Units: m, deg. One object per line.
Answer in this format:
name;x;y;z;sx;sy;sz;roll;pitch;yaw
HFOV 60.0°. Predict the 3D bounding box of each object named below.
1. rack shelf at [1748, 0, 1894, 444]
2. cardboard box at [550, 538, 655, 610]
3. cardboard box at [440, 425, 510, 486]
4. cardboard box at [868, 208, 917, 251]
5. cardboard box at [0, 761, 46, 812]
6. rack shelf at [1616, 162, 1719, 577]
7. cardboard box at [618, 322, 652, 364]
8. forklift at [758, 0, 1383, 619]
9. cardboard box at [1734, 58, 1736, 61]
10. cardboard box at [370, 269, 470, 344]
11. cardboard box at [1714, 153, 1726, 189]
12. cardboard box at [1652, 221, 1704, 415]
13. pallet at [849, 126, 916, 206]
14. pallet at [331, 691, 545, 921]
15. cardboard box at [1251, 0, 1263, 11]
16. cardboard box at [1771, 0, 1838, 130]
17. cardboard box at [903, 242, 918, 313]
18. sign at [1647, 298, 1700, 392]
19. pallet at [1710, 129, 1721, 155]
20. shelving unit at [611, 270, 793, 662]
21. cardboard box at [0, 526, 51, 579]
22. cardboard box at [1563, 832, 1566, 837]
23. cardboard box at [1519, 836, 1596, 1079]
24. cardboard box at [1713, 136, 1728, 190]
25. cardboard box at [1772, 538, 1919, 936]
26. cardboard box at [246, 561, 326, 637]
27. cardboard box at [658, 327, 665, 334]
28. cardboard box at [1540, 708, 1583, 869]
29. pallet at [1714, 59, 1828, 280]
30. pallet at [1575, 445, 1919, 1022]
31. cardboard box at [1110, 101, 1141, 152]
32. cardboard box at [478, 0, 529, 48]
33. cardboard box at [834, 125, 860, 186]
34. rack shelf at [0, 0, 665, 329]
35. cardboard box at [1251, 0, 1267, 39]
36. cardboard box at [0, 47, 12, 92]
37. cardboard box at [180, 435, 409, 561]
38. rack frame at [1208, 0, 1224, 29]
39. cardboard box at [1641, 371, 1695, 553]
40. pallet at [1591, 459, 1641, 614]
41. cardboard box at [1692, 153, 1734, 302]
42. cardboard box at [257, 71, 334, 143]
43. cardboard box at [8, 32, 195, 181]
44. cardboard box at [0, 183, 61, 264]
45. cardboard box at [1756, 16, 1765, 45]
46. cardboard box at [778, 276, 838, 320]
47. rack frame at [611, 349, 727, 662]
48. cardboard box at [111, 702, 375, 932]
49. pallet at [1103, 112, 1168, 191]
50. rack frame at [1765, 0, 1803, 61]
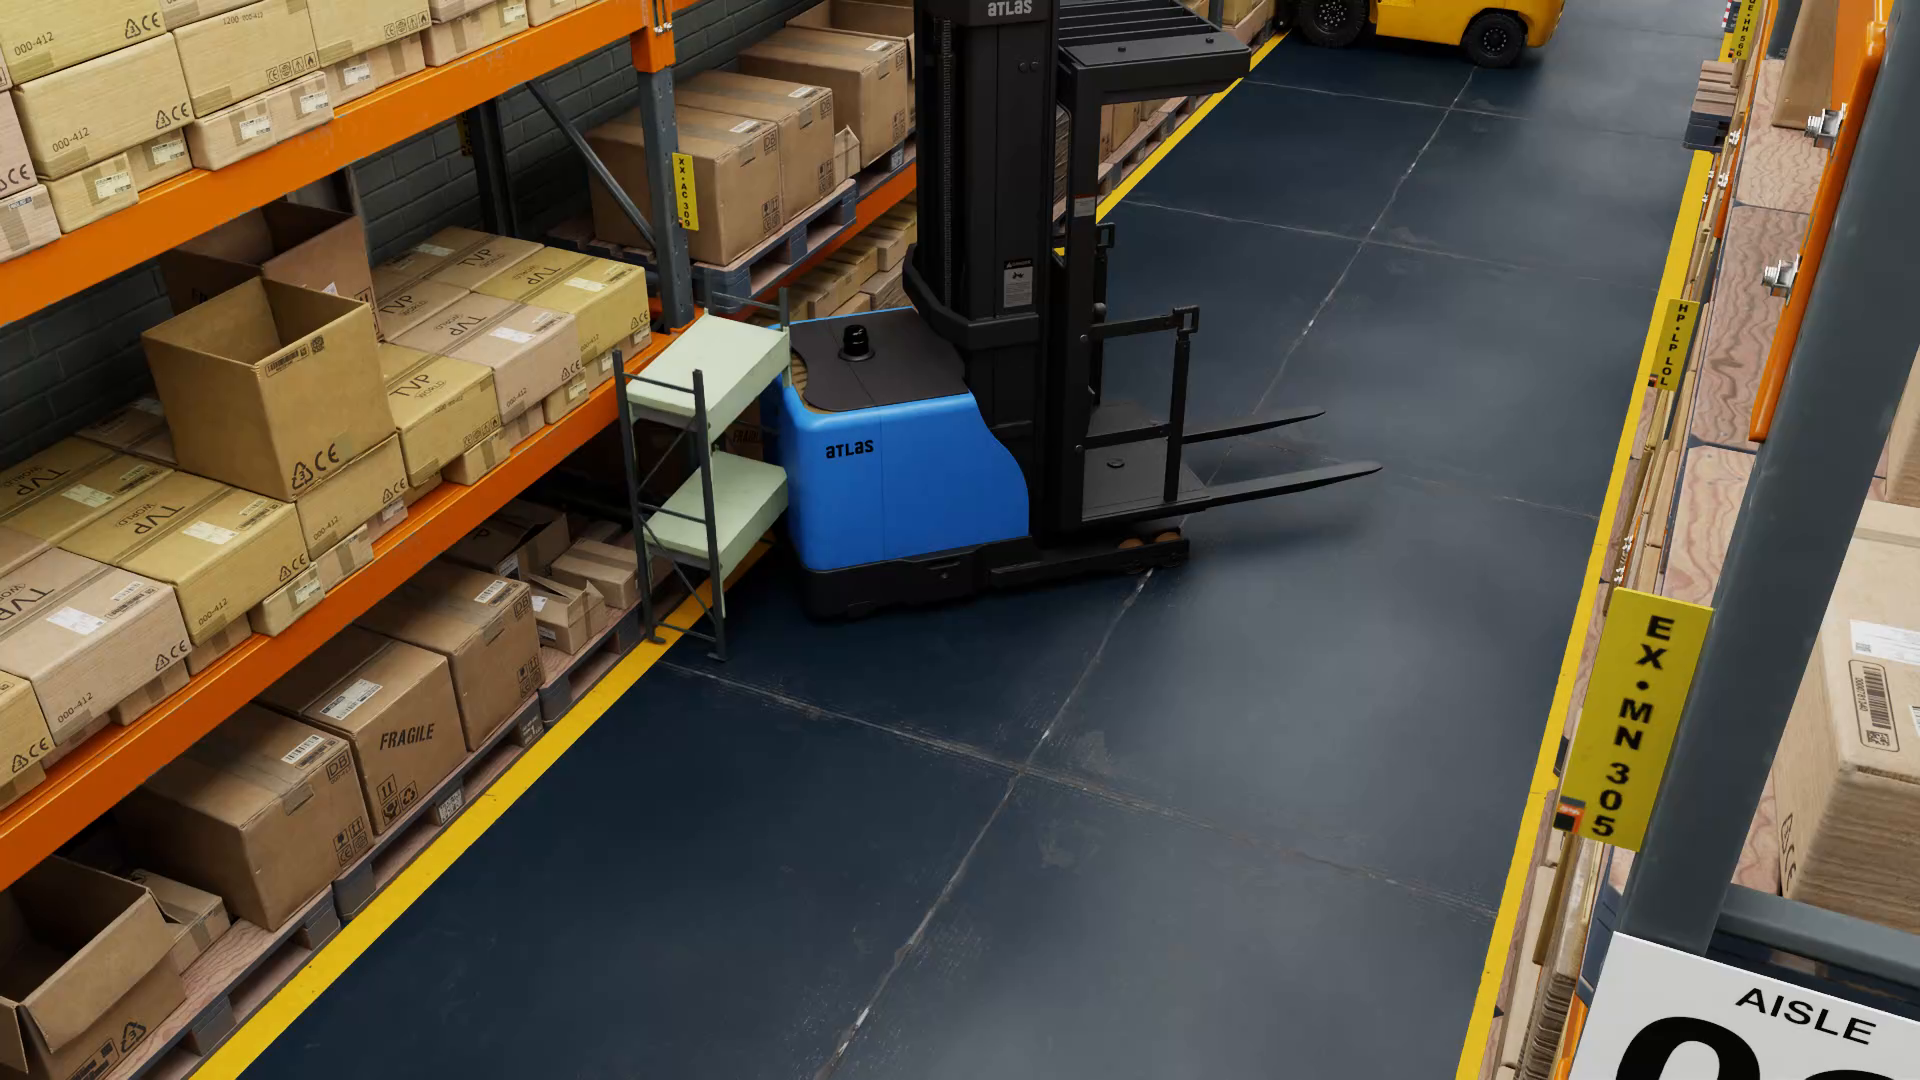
rack shelf;2.029;-1.119;2.771;1.077;0.370;4.000;14;36;20
cardboard box;-1.611;0.150;7.502;0.380;0.149;0.250;13;35;19
cardboard box;-1.940;-0.362;6.295;0.380;0.149;0.250;14;36;20
cardboard box;-0.439;-1.791;9.552;0.380;0.149;0.250;14;36;20
cardboard box;-2.867;0.648;4.755;0.380;0.149;0.250;15;36;22
rack shelf;3.702;-0.770;7.344;1.077;0.370;4.000;14;36;20
cardboard box;-1.549;-0.889;7.100;0.380;0.149;0.250;15;36;21
forklift;0.595;-1.329;7.604;3.031;2.935;1.130;-10;35;-15
cardboard box;4.788;-2.904;9.789;0.380;0.149;0.250;15;36;21
cardboard box;-2.300;-0.837;6.656;0.500;0.250;0.500;14;36;20
cardboard box;3.666;-1.515;7.505;0.500;0.250;0.500;14;36;20
cardboard box;4.174;-1.029;8.638;0.875;0.875;0.875;14;36;20
pallet;-0.780;-2.153;8.974;1.003;0.211;1.213;14;36;20
pallet;-2.442;0.907;6.675;1.003;0.211;1.213;14;36;20
cardboard box;2.394;-4.852;14.582;0.500;0.250;0.500;14;36;20
cardboard box;2.429;-1.343;4.262;0.500;0.500;0.500;15;36;21
cardboard box;-0.388;-1.566;9.799;0.500;0.500;0.500;16;36;23
sign;2.368;-0.645;5.515;0.100;0.325;0.005;14;36;20
pallet;6.461;-3.235;12.991;1.003;0.211;1.213;14;36;20
shelving unit;-1.073;-0.312;7.287;0.431;1.500;0.755;15;39;17
cardboard box;-3.150;0.173;5.116;0.500;0.250;0.500;14;36;21
cardboard box;2.003;0.553;4.579;0.500;0.500;0.500;14;36;21
cardboard box;1.369;0.896;3.145;0.500;0.500;0.500;14;36;21
cardboard box;4.106;-1.818;8.423;0.500;0.250;0.500;14;36;20
cardboard box;1.298;0.264;2.039;0.500;0.250;0.500;11;35;16
cardboard box;-2.347;0.155;5.507;0.380;0.149;0.250;13;35;19
cardboard box;-1.308;-0.869;7.873;0.380;0.149;0.250;14;36;20
cardboard box;2.505;1.110;5.776;0.875;0.438;0.875;14;36;20
pallet;2.514;-0.887;4.212;1.003;0.211;1.213;14;36;20
pallet;1.493;0.329;2.359;1.003;0.211;1.213;14;36;20
cardboard box;0.850;-3.356;12.415;0.875;0.625;0.625;13;35;19
cardboard box;-1.752;-1.861;5.846;0.380;0.149;0.250;15;36;22
cardboard box;-0.715;-1.935;8.204;0.396;0.266;0.258;16;36;23
rack shelf;-2.481;-1.169;5.217;1.077;0.370;4.000;14;36;20
cardboard box;2.404;-4.643;14.720;0.500;0.250;0.500;13;36;19
cardboard box;-2.674;-1.157;3.952;0.500;0.250;0.500;14;36;20
cardboard box;-2.269;-0.209;5.698;0.500;0.250;0.500;13;36;19
rack frame;1.702;-5.196;13.438;1.000;3.000;0.127;14;36;20
cardboard box;2.229;-0.103;4.668;0.500;0.500;0.500;14;36;20
pallet;3.629;0.080;7.935;1.003;0.211;1.213;14;36;20
cardboard box;3.034;-1.074;6.149;0.500;0.500;0.500;15;36;21
cardboard box;-2.144;-1.340;5.052;0.380;0.149;0.250;15;36;21
cardboard box;-2.465;-1.203;4.479;0.500;0.250;0.500;13;35;19
cardboard box;-2.567;-0.835;4.281;0.380;0.149;0.250;15;36;22
cardboard box;3.912;-2.088;7.695;0.500;0.500;0.500;14;36;21
cardboard box;-0.869;-1.272;8.759;0.380;0.149;0.250;14;36;20
rack frame;-1.213;-0.110;7.016;0.400;1.500;0.023;15;39;17
cardboard box;-2.583;0.951;5.961;0.700;0.500;0.500;16;36;22
pallet;0.921;-3.044;12.699;1.003;0.211;1.213;14;36;20
rack frame;2.865;-2.583;3.983;1.000;3.000;0.127;14;36;20
